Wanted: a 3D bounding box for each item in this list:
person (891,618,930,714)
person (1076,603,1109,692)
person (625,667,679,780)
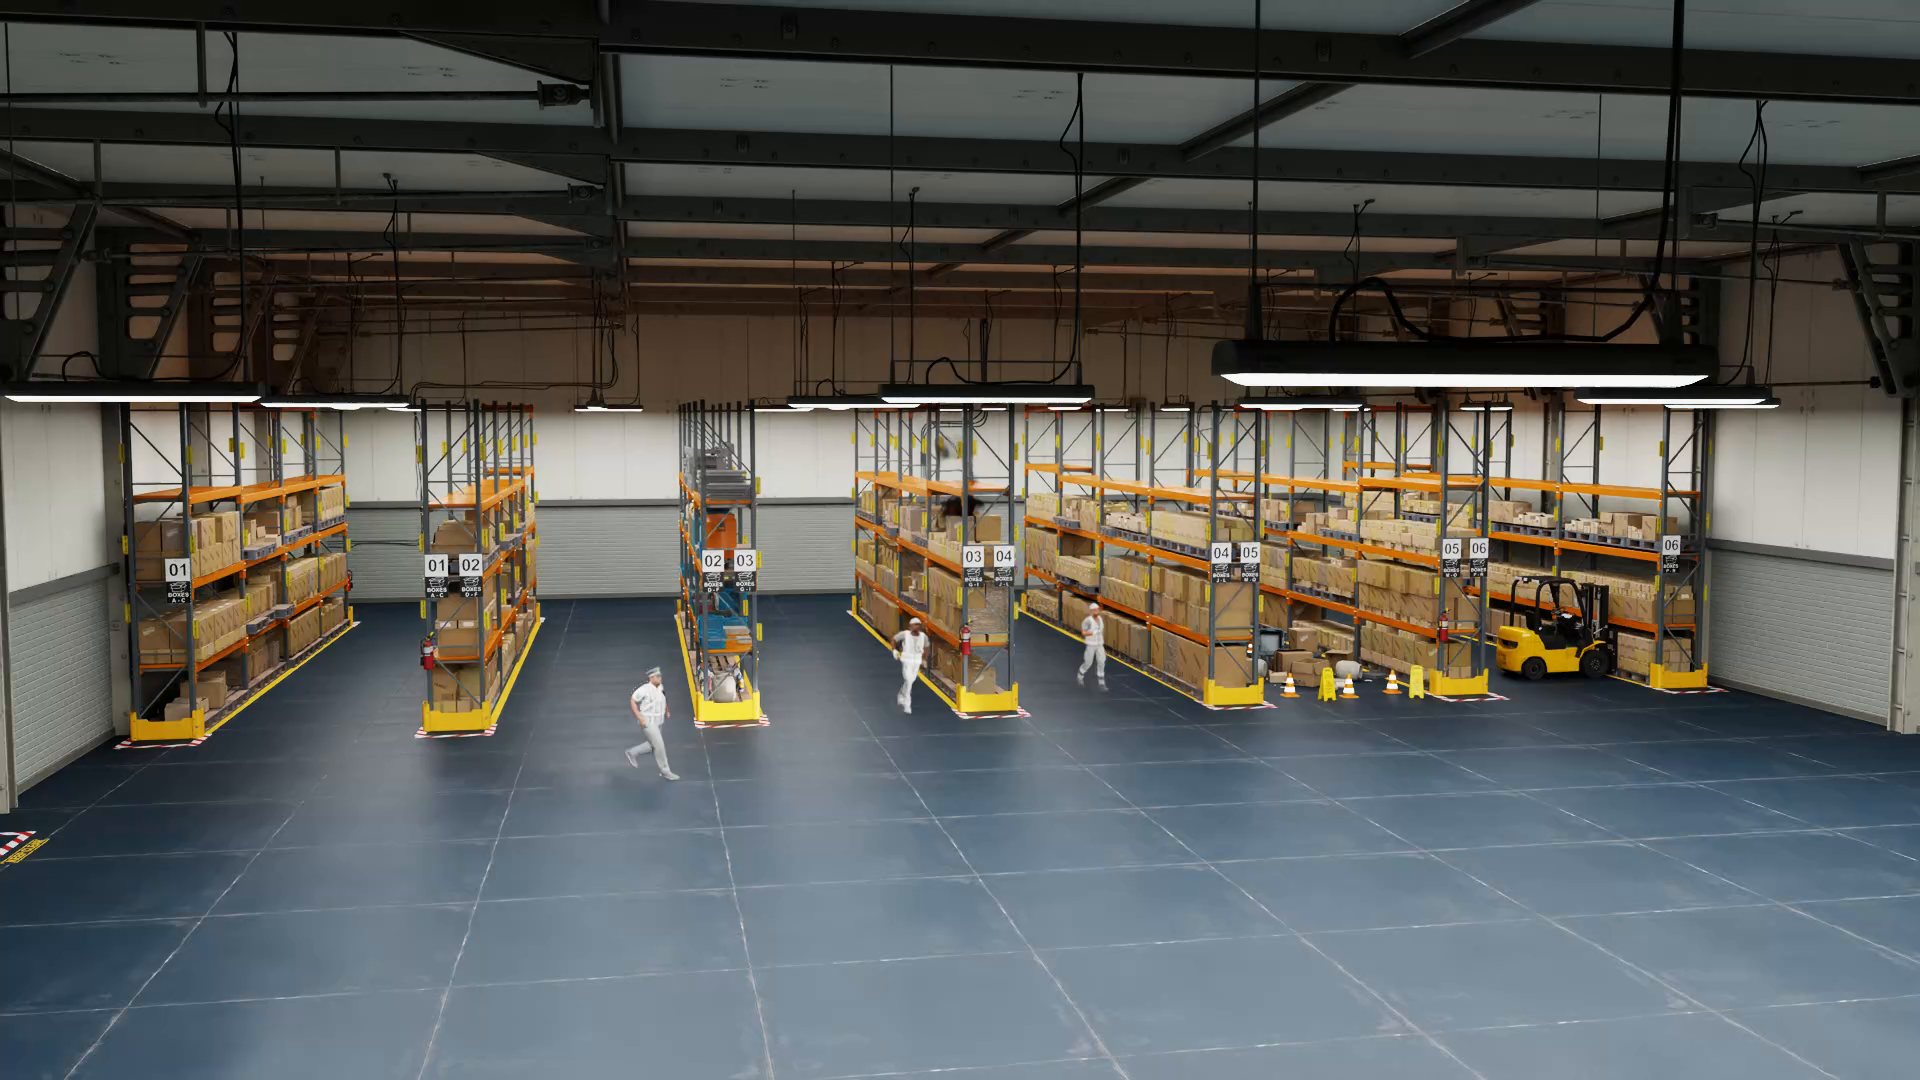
[{"bbox_3d":[-0.939,2.407,32.295,0.706,1.810,0.839,-2,5,-29],"label":"person"},{"bbox_3d":[2.753,2.200,34.457,0.663,1.798,0.944,-3,5,-32],"label":"person"},{"bbox_3d":[-4.891,2.873,26.222,0.978,1.778,0.686,2,5,22],"label":"person"}]
